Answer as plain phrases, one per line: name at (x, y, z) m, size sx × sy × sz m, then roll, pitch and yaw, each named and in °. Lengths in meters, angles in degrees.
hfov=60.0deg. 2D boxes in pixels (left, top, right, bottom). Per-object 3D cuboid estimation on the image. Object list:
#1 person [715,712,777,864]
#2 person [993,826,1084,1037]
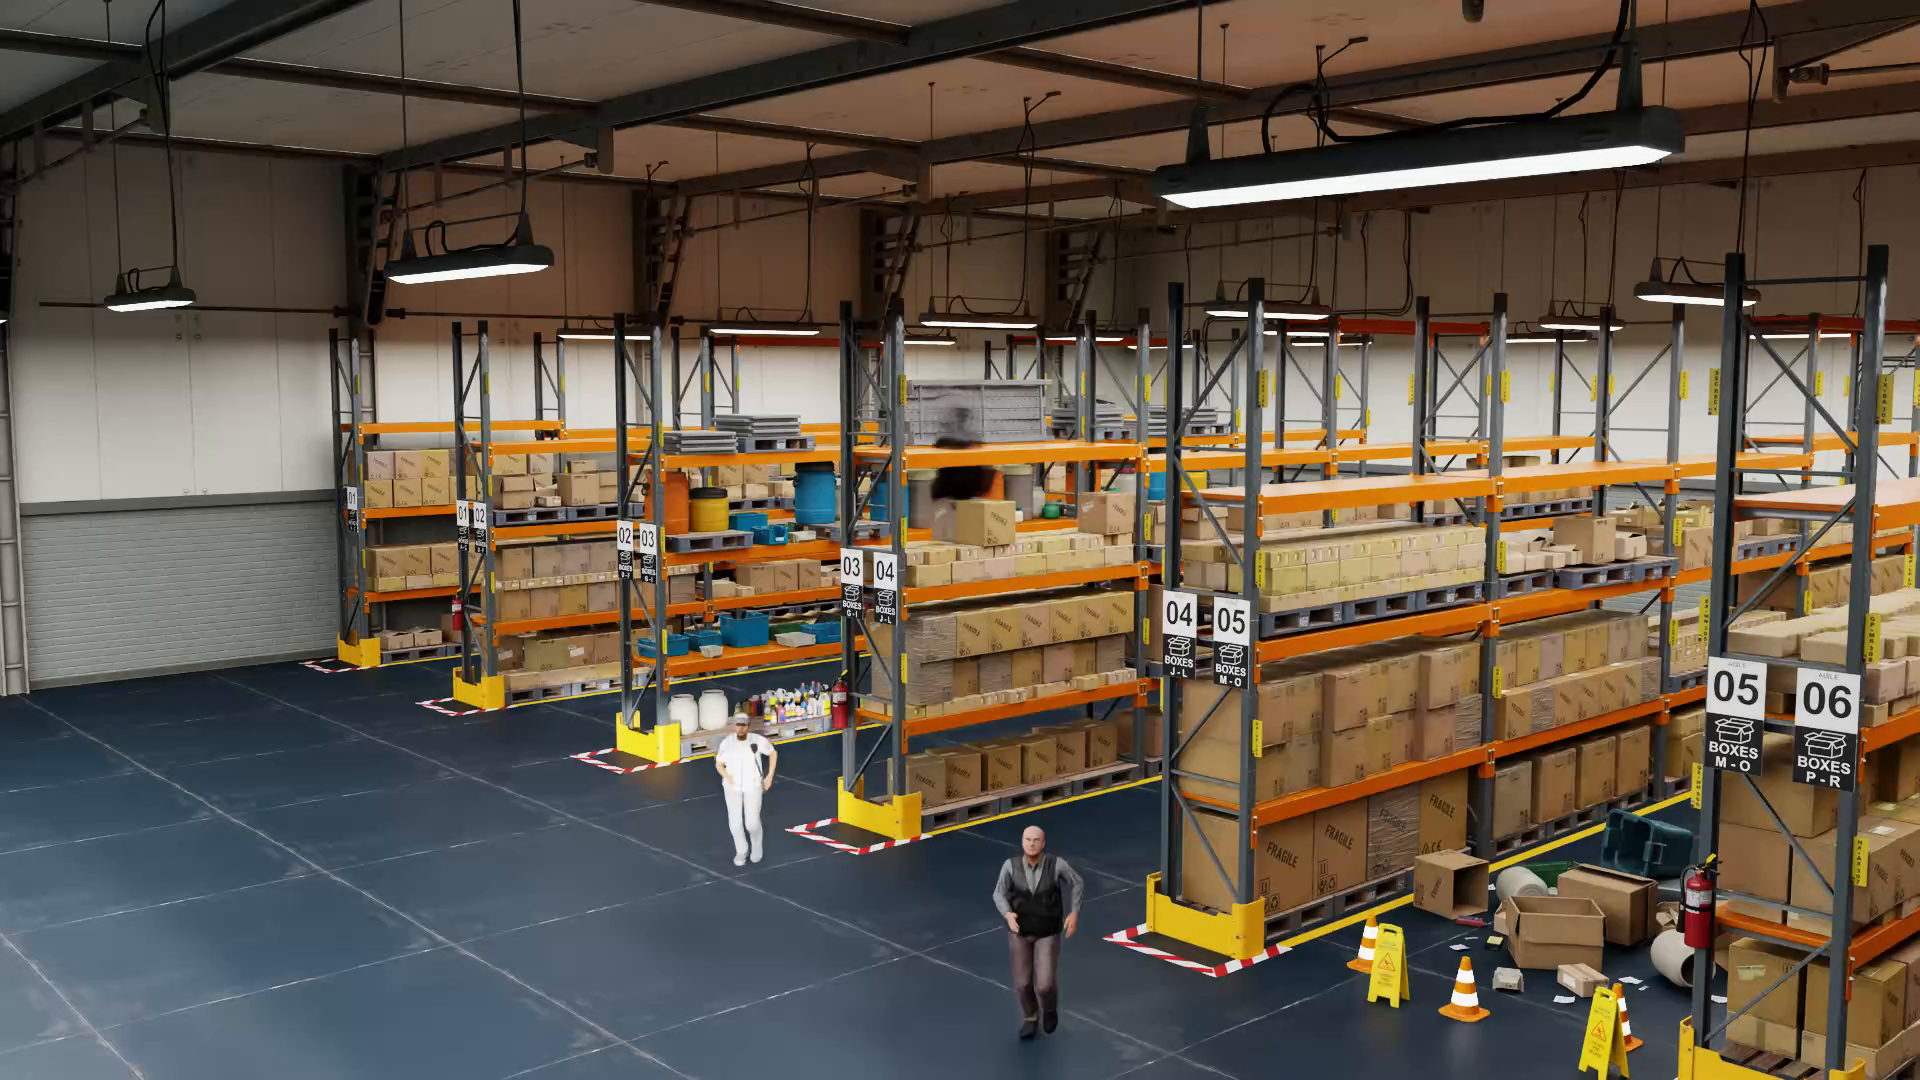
person at (-2.257, 2.623, 17.494) m, size 0.631 × 1.632 × 0.597 m, roll 0°, pitch 6°, yaw -1°
person at (0.590, 3.050, 12.855) m, size 0.694 × 1.683 × 0.606 m, roll 1°, pitch 6°, yaw 9°
